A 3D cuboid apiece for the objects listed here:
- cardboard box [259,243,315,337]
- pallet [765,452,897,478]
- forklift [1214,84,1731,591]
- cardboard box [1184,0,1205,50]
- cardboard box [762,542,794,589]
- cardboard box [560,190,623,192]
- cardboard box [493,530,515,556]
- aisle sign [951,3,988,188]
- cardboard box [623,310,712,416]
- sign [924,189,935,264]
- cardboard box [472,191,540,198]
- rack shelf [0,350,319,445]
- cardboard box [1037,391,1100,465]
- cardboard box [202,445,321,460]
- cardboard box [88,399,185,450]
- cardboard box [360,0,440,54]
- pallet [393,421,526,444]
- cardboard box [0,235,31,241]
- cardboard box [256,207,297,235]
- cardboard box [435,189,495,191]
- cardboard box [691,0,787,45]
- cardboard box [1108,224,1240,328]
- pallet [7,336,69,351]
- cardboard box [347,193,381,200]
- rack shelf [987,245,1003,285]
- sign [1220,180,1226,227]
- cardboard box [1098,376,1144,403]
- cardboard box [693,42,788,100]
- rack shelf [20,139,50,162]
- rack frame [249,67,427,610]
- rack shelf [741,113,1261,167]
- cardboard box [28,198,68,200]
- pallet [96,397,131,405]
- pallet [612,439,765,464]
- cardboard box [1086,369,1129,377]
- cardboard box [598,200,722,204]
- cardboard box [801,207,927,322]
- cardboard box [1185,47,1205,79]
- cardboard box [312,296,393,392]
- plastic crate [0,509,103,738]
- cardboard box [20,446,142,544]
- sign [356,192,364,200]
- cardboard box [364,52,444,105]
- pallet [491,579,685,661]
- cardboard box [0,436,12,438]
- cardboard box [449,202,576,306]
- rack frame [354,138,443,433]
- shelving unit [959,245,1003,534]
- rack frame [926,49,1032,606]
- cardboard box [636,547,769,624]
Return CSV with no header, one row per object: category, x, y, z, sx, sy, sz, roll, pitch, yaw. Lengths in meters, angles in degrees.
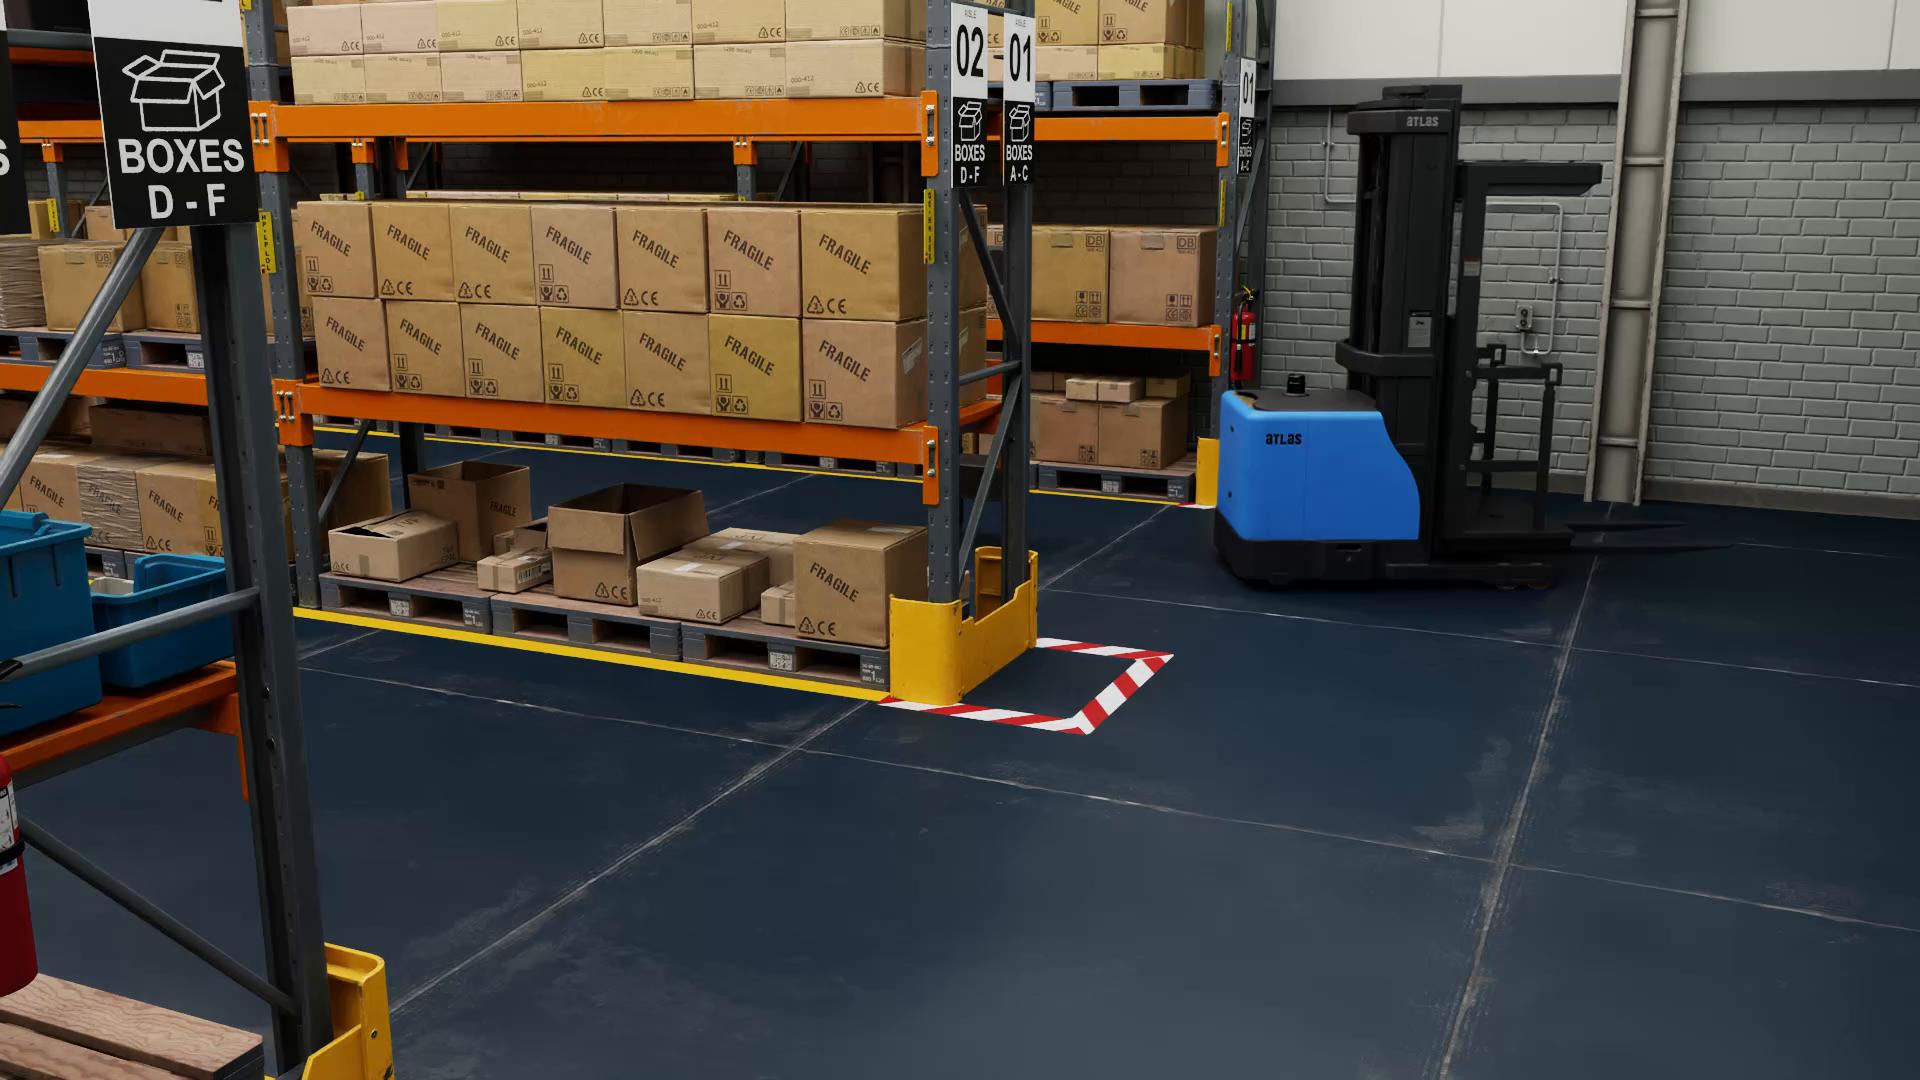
cardboard box,-3.894,-1.512,9.993,0.500,0.500,0.700,1,13,4
pallet,-0.885,-0.759,14.026,1.213,0.211,1.003,6,14,23
forklift,3.179,-1.245,10.143,3.031,2.935,1.130,0,13,-1
cardboard box,1.539,-3.956,12.532,0.500,0.500,0.500,5,14,21
cardboard box,-0.733,0.171,9.017,0.500,0.250,0.500,6,14,23
cardboard box,-3.280,-3.010,14.960,0.500,0.250,0.500,5,14,22
cardboard box,-2.548,0.021,9.875,0.250,0.149,0.380,6,14,23
aisle sign,0.044,-1.993,7.492,0.004,0.787,0.394,6,14,23
cardboard box,-1.343,-0.926,8.415,0.500,0.500,0.500,6,14,24
sign,-0.137,-1.401,7.435,0.005,0.325,0.100,6,14,23
cardboard box,-3.944,-2.951,14.708,0.500,0.250,0.500,6,14,24
rack shelf,-5.380,-1.003,10.537,4.000,0.370,1.077,6,14,23
cardboard box,0.971,-0.911,13.122,0.500,0.500,0.700,6,14,23
cardboard box,-4.387,-0.308,10.510,0.500,0.500,0.500,6,14,24
cardboard box,-5.268,-0.765,10.815,0.500,0.250,0.500,5,14,22
cardboard box,-2.749,-2.656,8.675,0.500,0.250,0.500,6,14,23
pallet,-4.515,-1.127,15.595,1.213,0.211,1.003,6,14,23
cardboard box,-6.587,-1.757,11.036,0.500,0.500,0.700,1,13,4
cardboard box,-6.787,-2.988,16.241,0.500,0.500,0.700,6,14,23
cardboard box,-4.686,-3.154,15.573,0.500,0.250,0.500,6,15,25
cardboard box,-0.924,-2.469,7.879,0.500,0.250,0.500,6,14,23
cardboard box,1.639,-2.024,12.658,0.700,0.700,0.980,7,15,26
pallet,-6.560,-1.397,11.061,1.003,0.211,1.213,6,14,23
cardboard box,-5.533,-3.177,15.628,0.250,0.149,0.380,4,14,16
rack shelf,0.151,-1.675,10.793,0.480,0.518,0.431,6,14,23
sign,1.876,-2.400,11.863,0.005,0.325,0.100,6,14,23
cardboard box,1.237,-1.154,12.739,0.250,0.149,0.380,6,14,23
cardboard box,-0.923,-2.226,7.938,0.500,0.250,0.500,6,14,23
rack shelf,-10.691,-4.238,17.760,4.000,0.370,1.077,6,14,23
rack frame,-3.551,-1.168,9.666,0.127,3.000,1.000,6,14,23
rack shelf,0.280,-3.128,13.028,4.000,0.370,1.077,6,14,23
cardboard box,-9.679,-3.381,17.740,0.500,0.500,0.500,6,14,23
pallet,-8.150,-1.514,17.245,1.213,0.211,1.003,6,14,23
pallet,-2.284,-0.901,14.633,1.213,0.211,1.003,6,14,23
cardboard box,1.160,-1.257,13.178,0.250,0.149,0.380,6,14,23
cardboard box,-1.594,-1.570,8.974,0.500,0.500,0.500,6,14,23
cardboard box,-0.412,-1.317,7.894,0.500,0.500,0.500,6,14,23
cardboard box,1.541,-3.592,12.621,0.500,0.250,0.500,7,15,26
cardboard box,-3.196,-1.113,9.211,0.500,0.500,0.500,6,15,25
plastic crate,-2.286,0.198,3.636,0.499,0.435,0.616,6,14,23
cardboard box,-5.491,-0.292,10.440,0.500,0.500,0.500,5,14,21
sign,-5.417,-2.984,15.045,0.005,0.325,0.100,6,14,23
cardboard box,-2.751,-2.412,8.728,0.500,0.250,0.500,6,14,23
pallet,-1.804,0.366,9.234,1.213,0.211,1.003,6,14,23
cardboard box,-6.258,-0.498,11.319,0.500,0.500,0.500,6,15,25
cardboard box,-2.293,-1.506,8.698,0.500,0.500,0.500,5,14,22
rack frame,-5.205,-2.573,15.654,0.127,3.000,1.000,6,14,23
shelving unit,0.151,-1.007,10.950,0.503,2.100,0.431,6,14,23
rack frame,0.106,-0.798,8.089,0.127,3.000,1.000,6,14,23
cardboard box,-1.347,0.234,8.749,0.500,0.250,0.500,6,14,23
